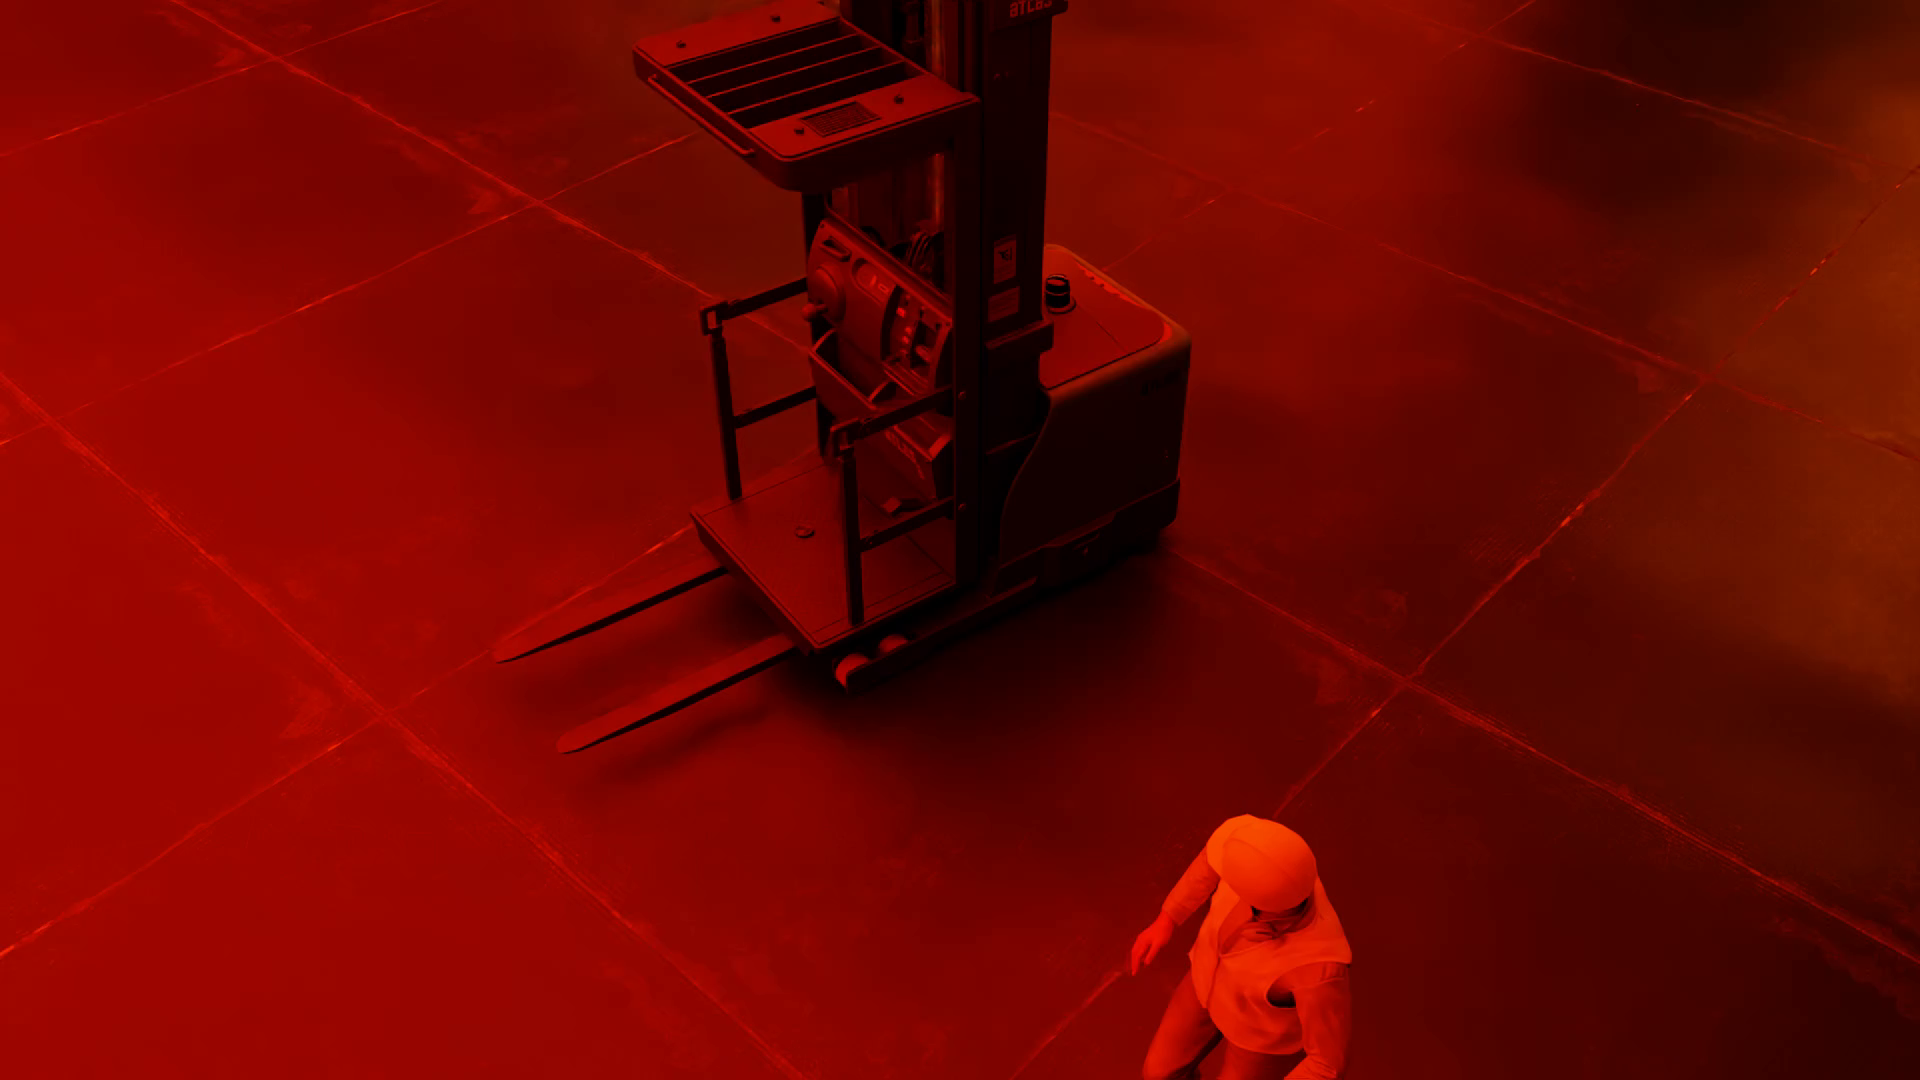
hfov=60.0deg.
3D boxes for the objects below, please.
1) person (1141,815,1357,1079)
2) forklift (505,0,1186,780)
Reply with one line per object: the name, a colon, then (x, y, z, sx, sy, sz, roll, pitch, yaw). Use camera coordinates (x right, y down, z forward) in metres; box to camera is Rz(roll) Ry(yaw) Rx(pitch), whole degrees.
person: (0.815, 1.384, 4.753, 0.520, 1.731, 0.737, -19, 44, -21)
forklift: (-0.460, -0.843, 6.410, 3.031, 2.935, 1.130, -29, 48, -30)
